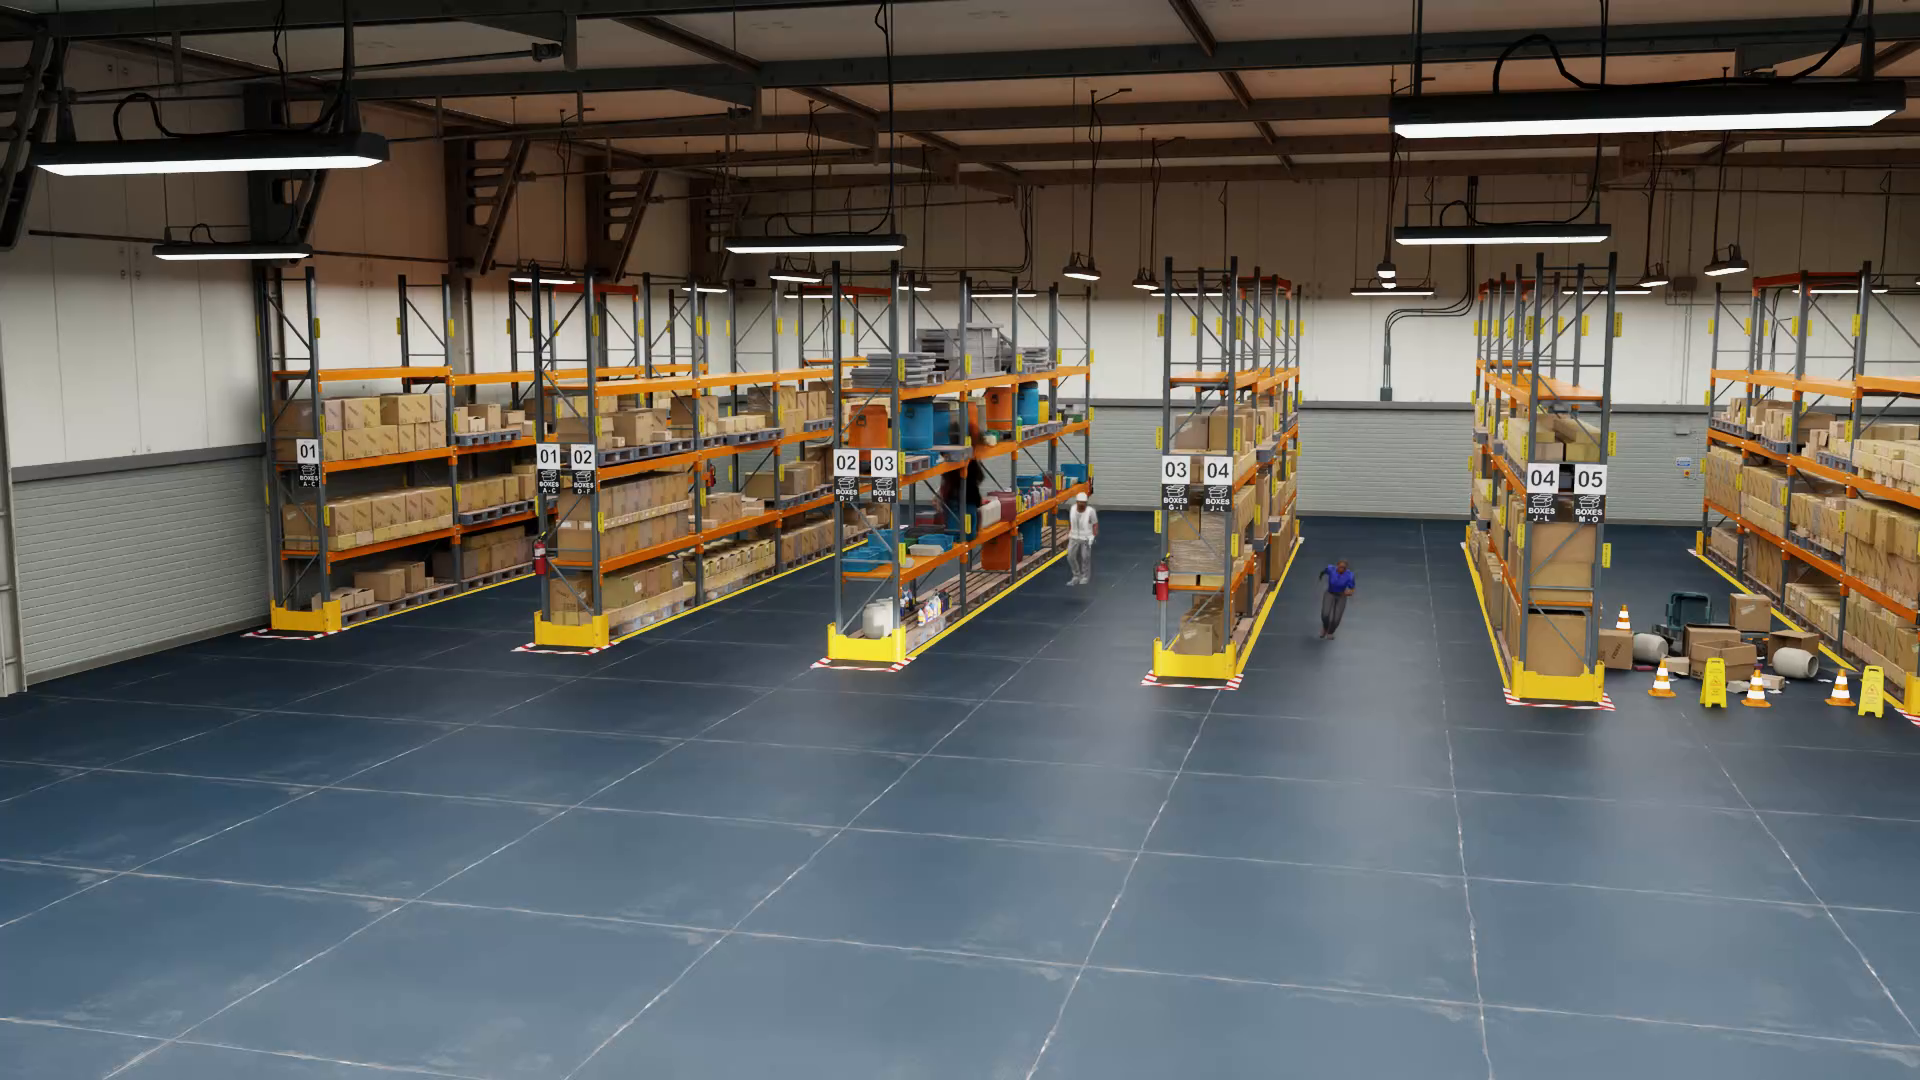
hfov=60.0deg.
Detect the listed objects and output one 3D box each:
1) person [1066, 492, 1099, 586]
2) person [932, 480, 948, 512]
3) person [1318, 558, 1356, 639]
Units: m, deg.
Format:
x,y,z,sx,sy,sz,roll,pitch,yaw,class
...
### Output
x,y,z,sx,sy,sz,roll,pitch,yaw,class
2.228,-0.019,30.477,0.680,1.741,0.722,3,8,23,person
-0.339,-0.583,38.042,0.601,1.628,1.008,1,7,4,person
6.000,0.944,26.494,0.575,1.401,0.979,2,7,12,person
